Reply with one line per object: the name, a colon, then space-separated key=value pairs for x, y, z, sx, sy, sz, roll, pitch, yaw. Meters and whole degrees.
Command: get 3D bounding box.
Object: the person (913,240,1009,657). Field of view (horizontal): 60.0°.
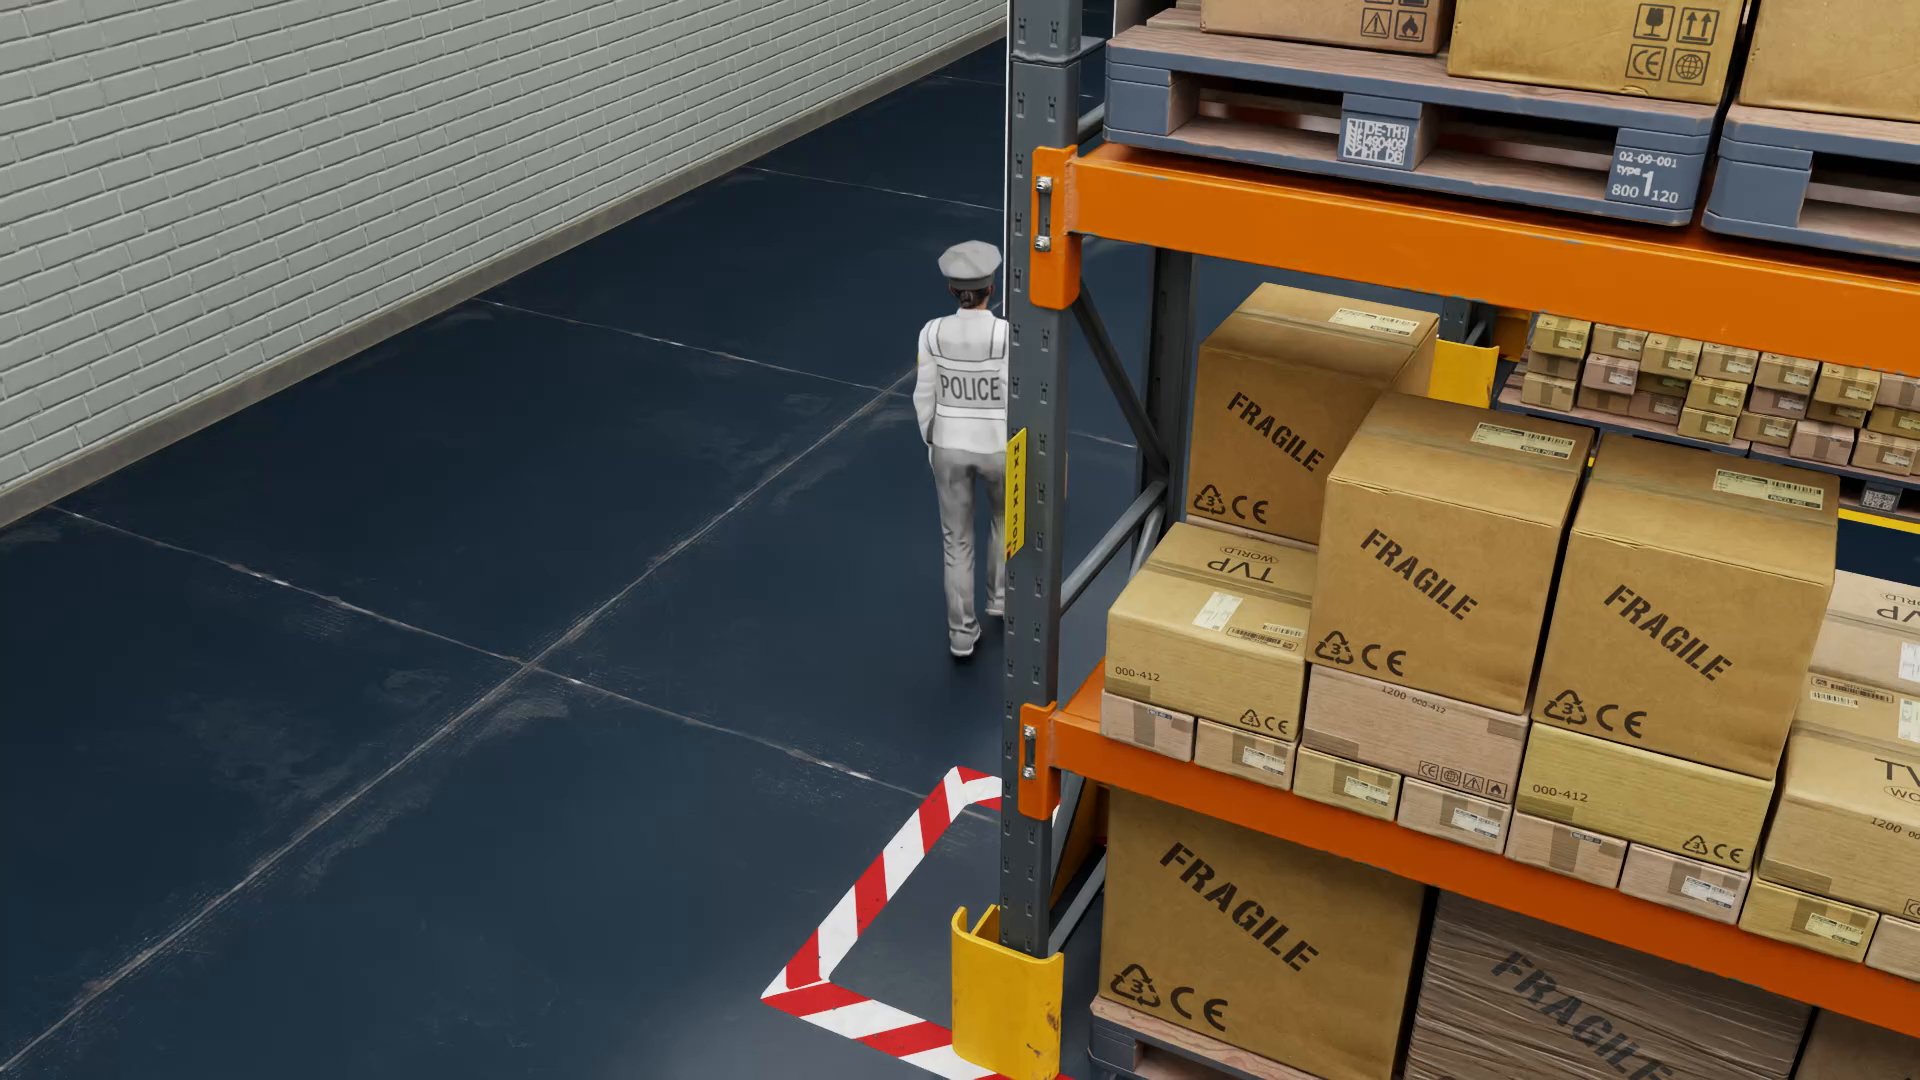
person: x=0.039 y=-0.319 z=6.692 sx=0.474 sy=1.710 sz=0.535 roll=4 pitch=30 yaw=7
